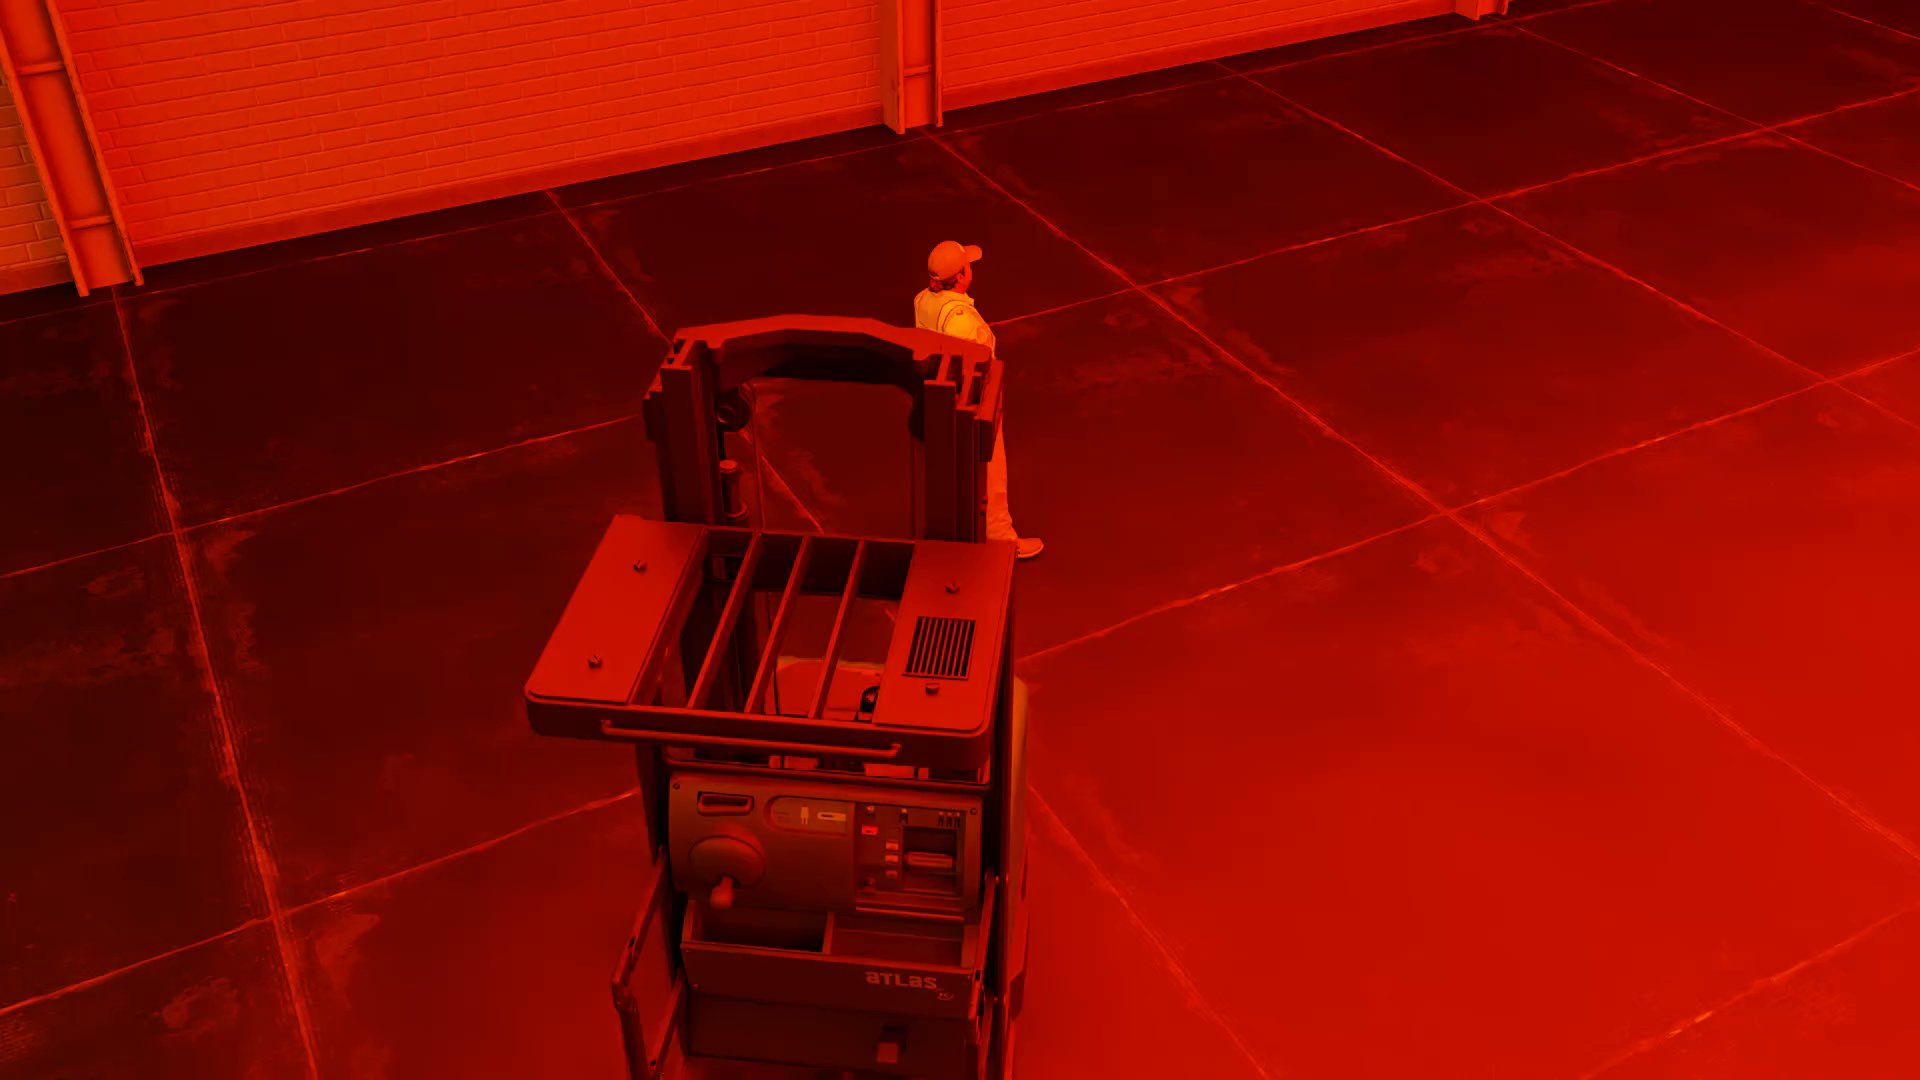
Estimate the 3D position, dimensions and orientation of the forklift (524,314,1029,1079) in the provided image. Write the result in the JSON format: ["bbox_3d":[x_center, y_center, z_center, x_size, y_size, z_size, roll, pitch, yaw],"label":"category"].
[{"bbox_3d":[-0.425,0.979,4.738,1.130,2.935,3.031,4,35,6],"label":"forklift"}]

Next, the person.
[{"bbox_3d":[0.078,-0.696,8.190,0.529,1.670,0.599,-17,39,-23],"label":"person"}]
